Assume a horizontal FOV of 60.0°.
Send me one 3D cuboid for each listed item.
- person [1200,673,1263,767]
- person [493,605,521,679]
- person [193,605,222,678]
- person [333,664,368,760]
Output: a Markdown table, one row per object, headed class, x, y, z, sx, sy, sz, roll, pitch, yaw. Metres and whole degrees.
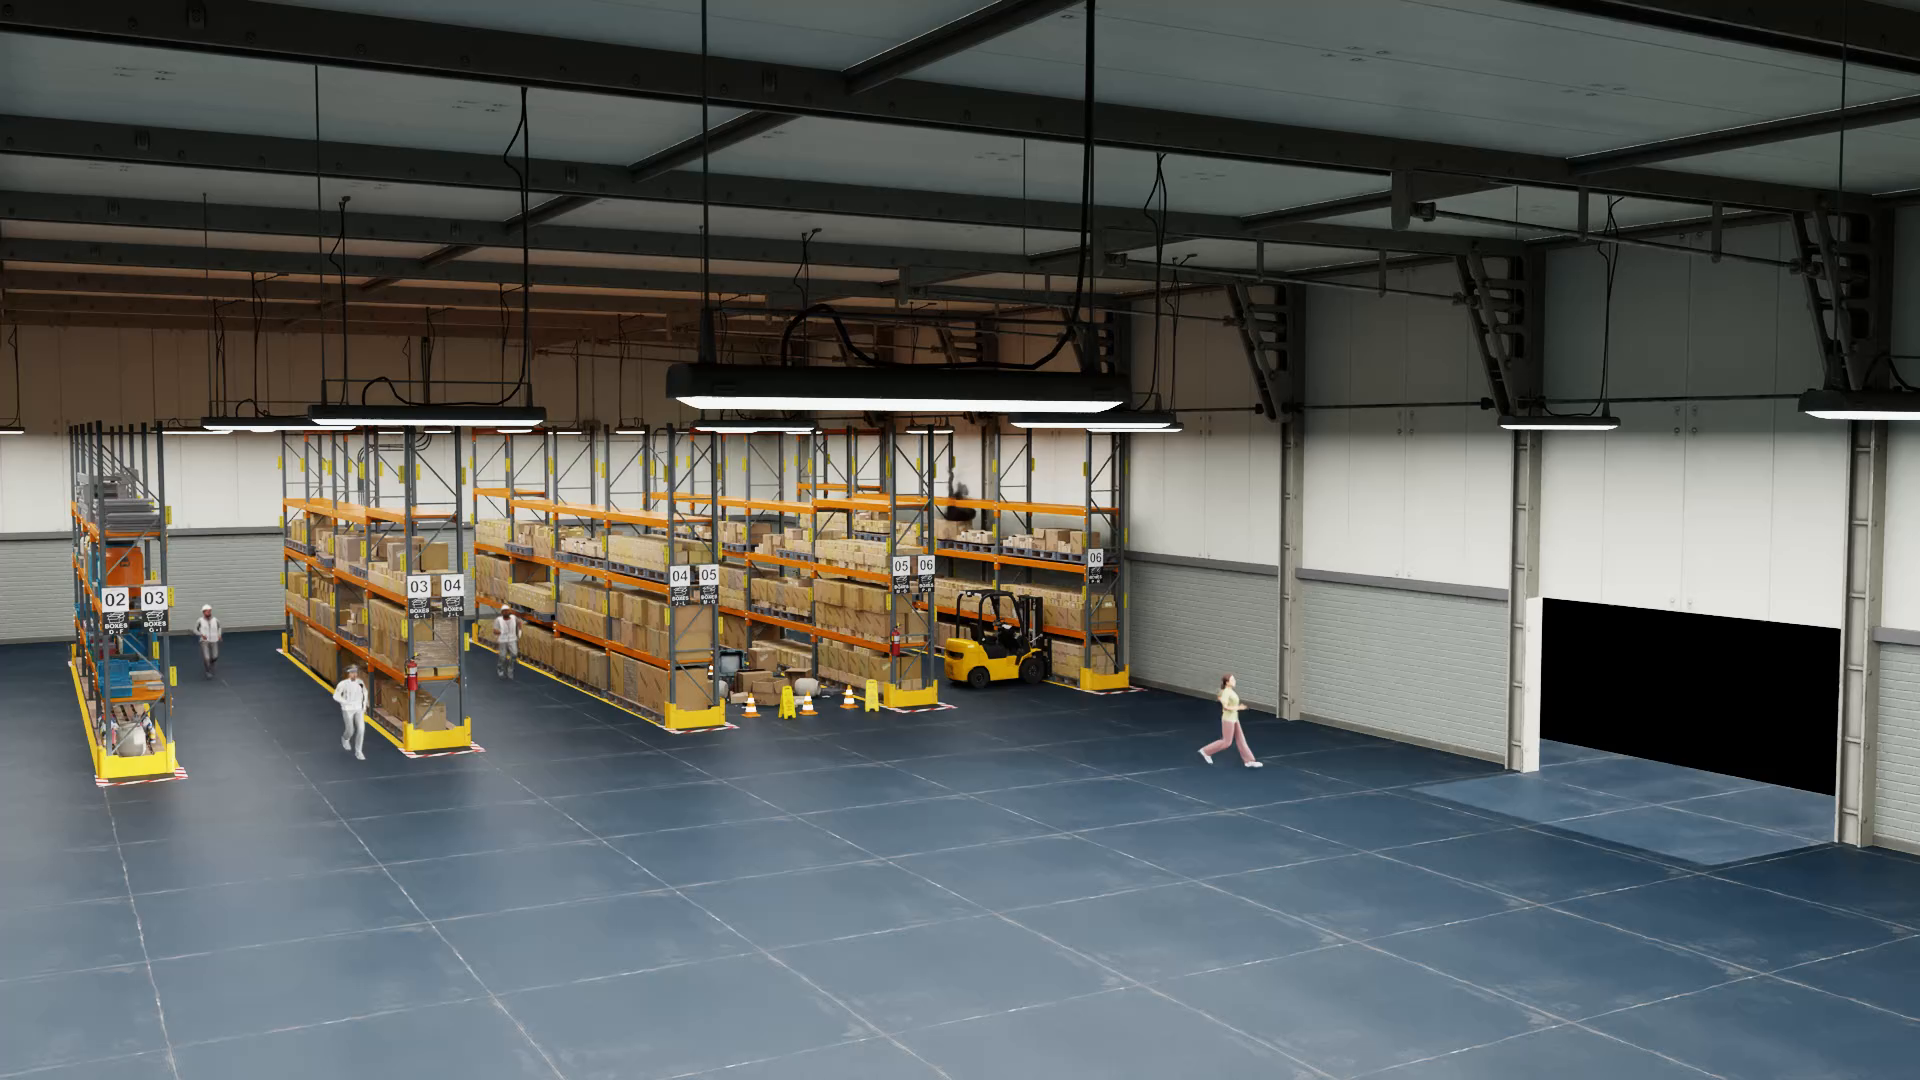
| class | x | y | z | sx | sy | sz | roll | pitch | yaw |
| --- | --- | --- | --- | --- | --- | --- | --- | --- | --- |
| person | 4.674 | 3.096 | 28.591 | 1.076 | 1.611 | 0.588 | 1 | 4 | 18 |
| person | -10.664 | 2.403 | 39.240 | 0.696 | 1.761 | 0.860 | -2 | 4 | -25 |
| person | -17.926 | 2.415 | 39.683 | 0.659 | 1.730 | 0.579 | -3 | 4 | -36 |
| person | -10.890 | 3.062 | 29.792 | 0.657 | 1.693 | 0.794 | -3 | 5 | -40 |
